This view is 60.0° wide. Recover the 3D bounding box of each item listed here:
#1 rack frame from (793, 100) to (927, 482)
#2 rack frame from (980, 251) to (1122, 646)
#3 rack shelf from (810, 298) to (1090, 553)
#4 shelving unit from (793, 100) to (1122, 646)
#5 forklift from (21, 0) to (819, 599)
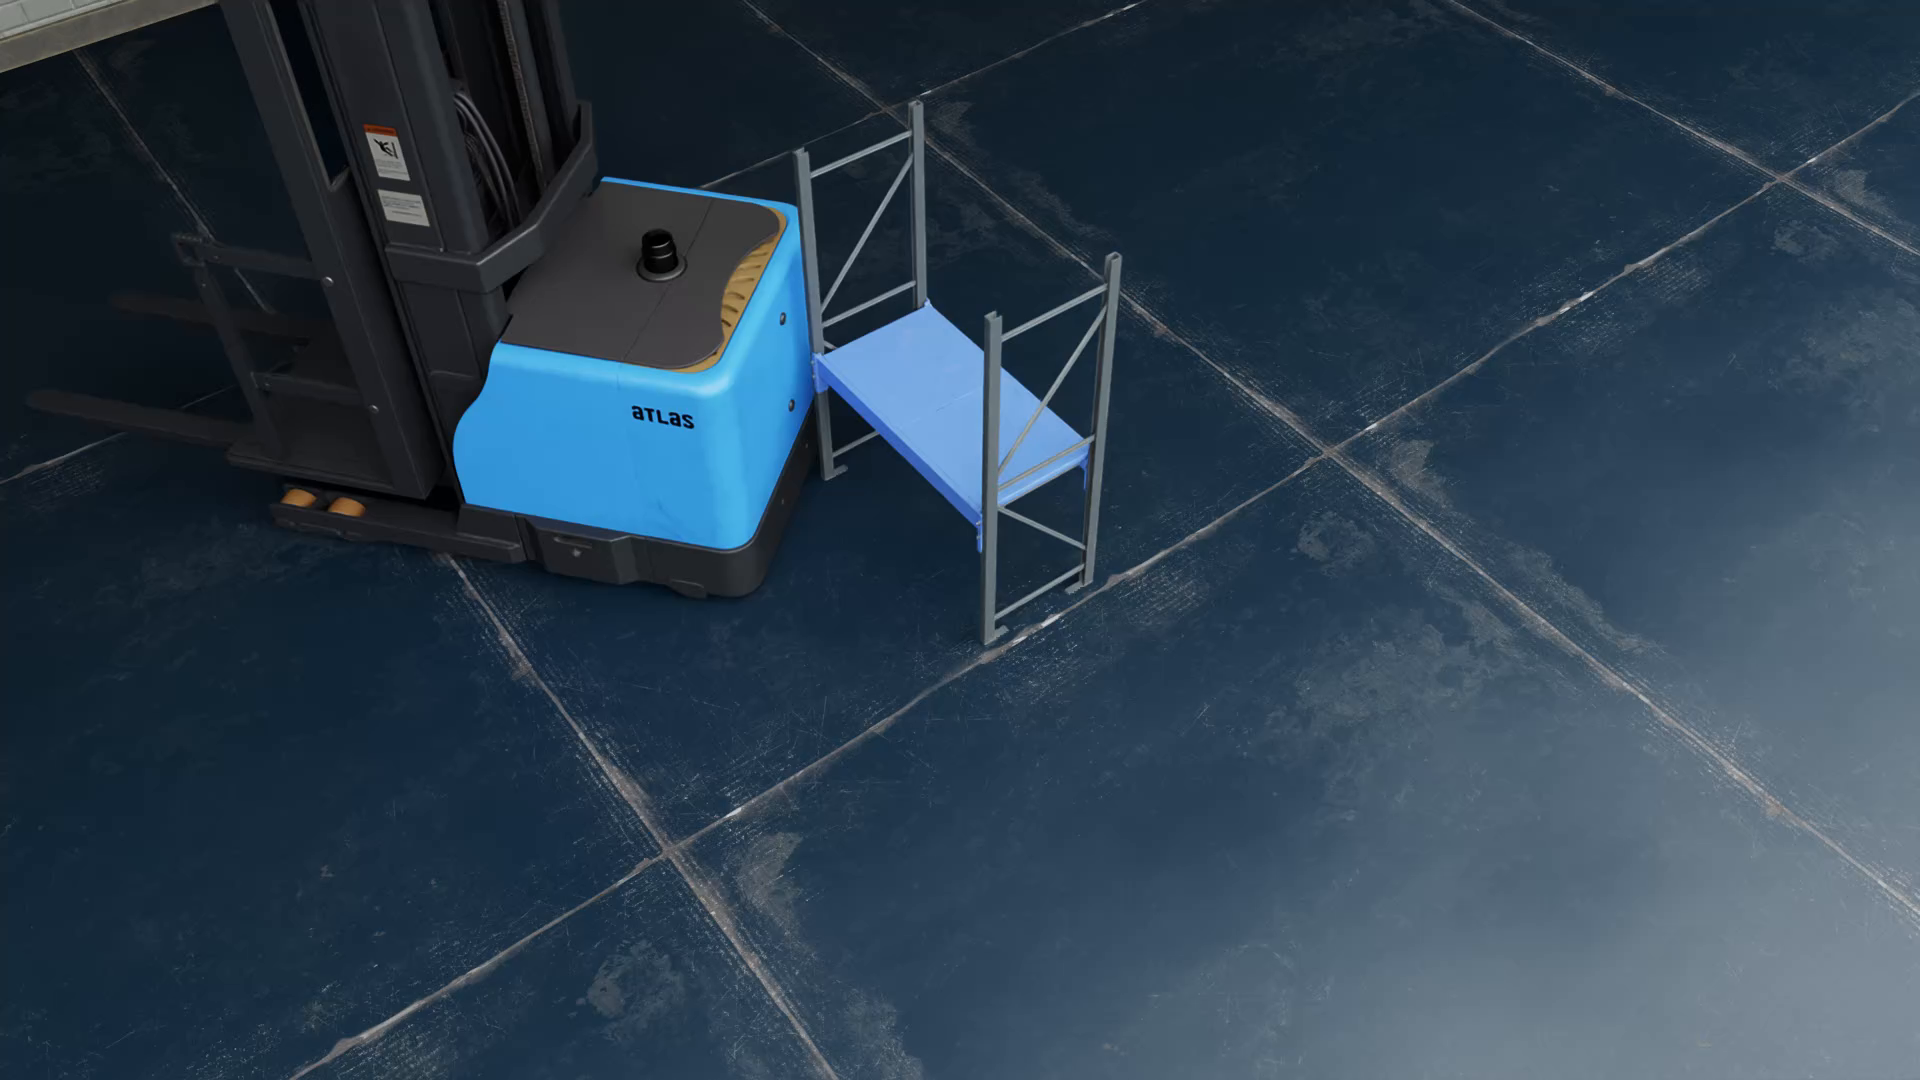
[{"bbox_3d":[-0.331,-0.849,6.008,0.500,1.500,0.032,-29,54,-24],"label":"rack frame"},{"bbox_3d":[0.279,-0.247,5.462,0.500,1.500,0.032,-29,54,-24],"label":"rack frame"},{"bbox_3d":[-0.026,-0.427,5.868,0.538,0.185,1.000,-29,54,-24],"label":"rack shelf"},{"bbox_3d":[-0.026,-0.548,5.735,0.538,1.500,1.048,-29,54,-24],"label":"shelving unit"},{"bbox_3d":[-2.089,-1.352,5.498,3.031,2.935,1.130,10,49,9],"label":"forklift"}]
